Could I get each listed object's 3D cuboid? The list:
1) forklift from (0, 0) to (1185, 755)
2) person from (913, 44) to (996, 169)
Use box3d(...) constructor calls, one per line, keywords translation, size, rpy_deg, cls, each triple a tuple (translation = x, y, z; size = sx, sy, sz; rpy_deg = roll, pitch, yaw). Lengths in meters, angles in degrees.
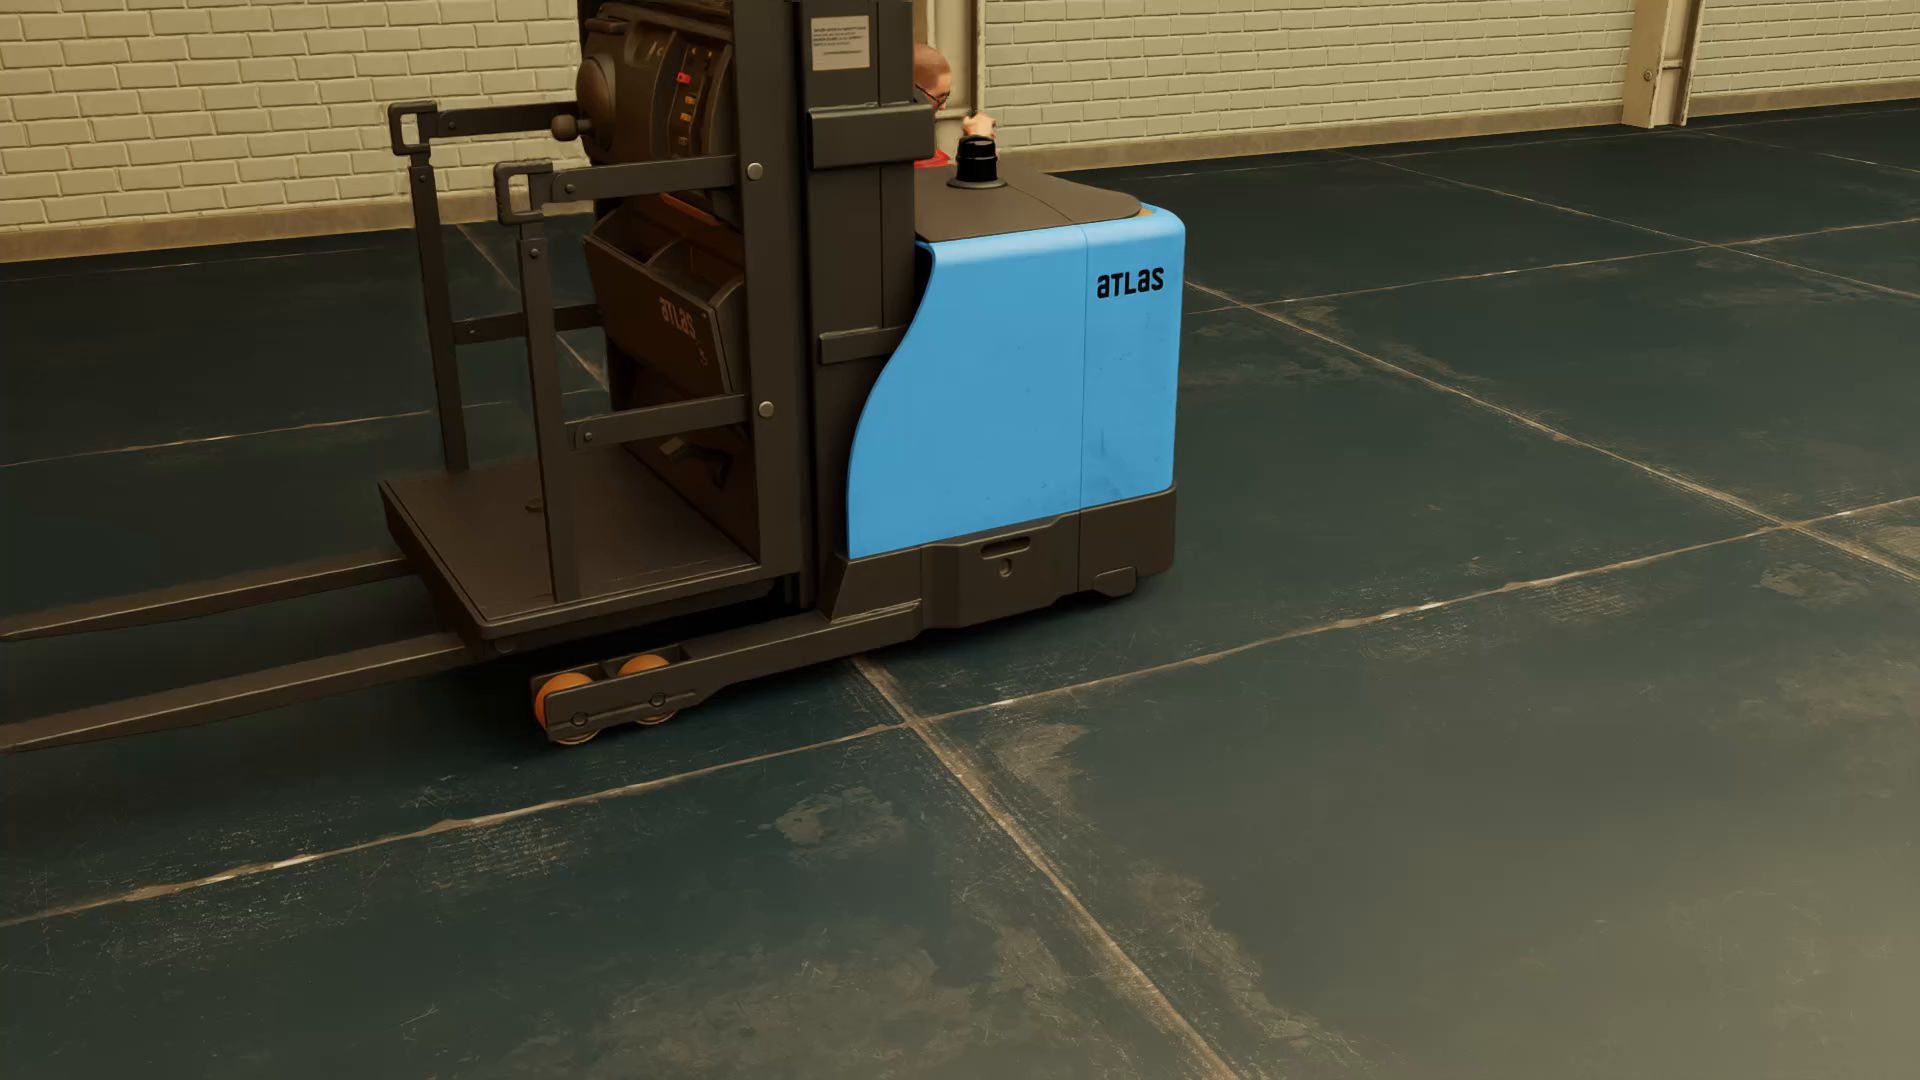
box3d(translation=(-0.924, -1.100, 3.934), size=(3.031, 2.935, 1.130), rpy_deg=(-12, 26, -27), cls="forklift")
box3d(translation=(-0.176, -0.995, 5.753), size=(0.840, 1.427, 1.315), rpy_deg=(1, 23, 2), cls="person")
